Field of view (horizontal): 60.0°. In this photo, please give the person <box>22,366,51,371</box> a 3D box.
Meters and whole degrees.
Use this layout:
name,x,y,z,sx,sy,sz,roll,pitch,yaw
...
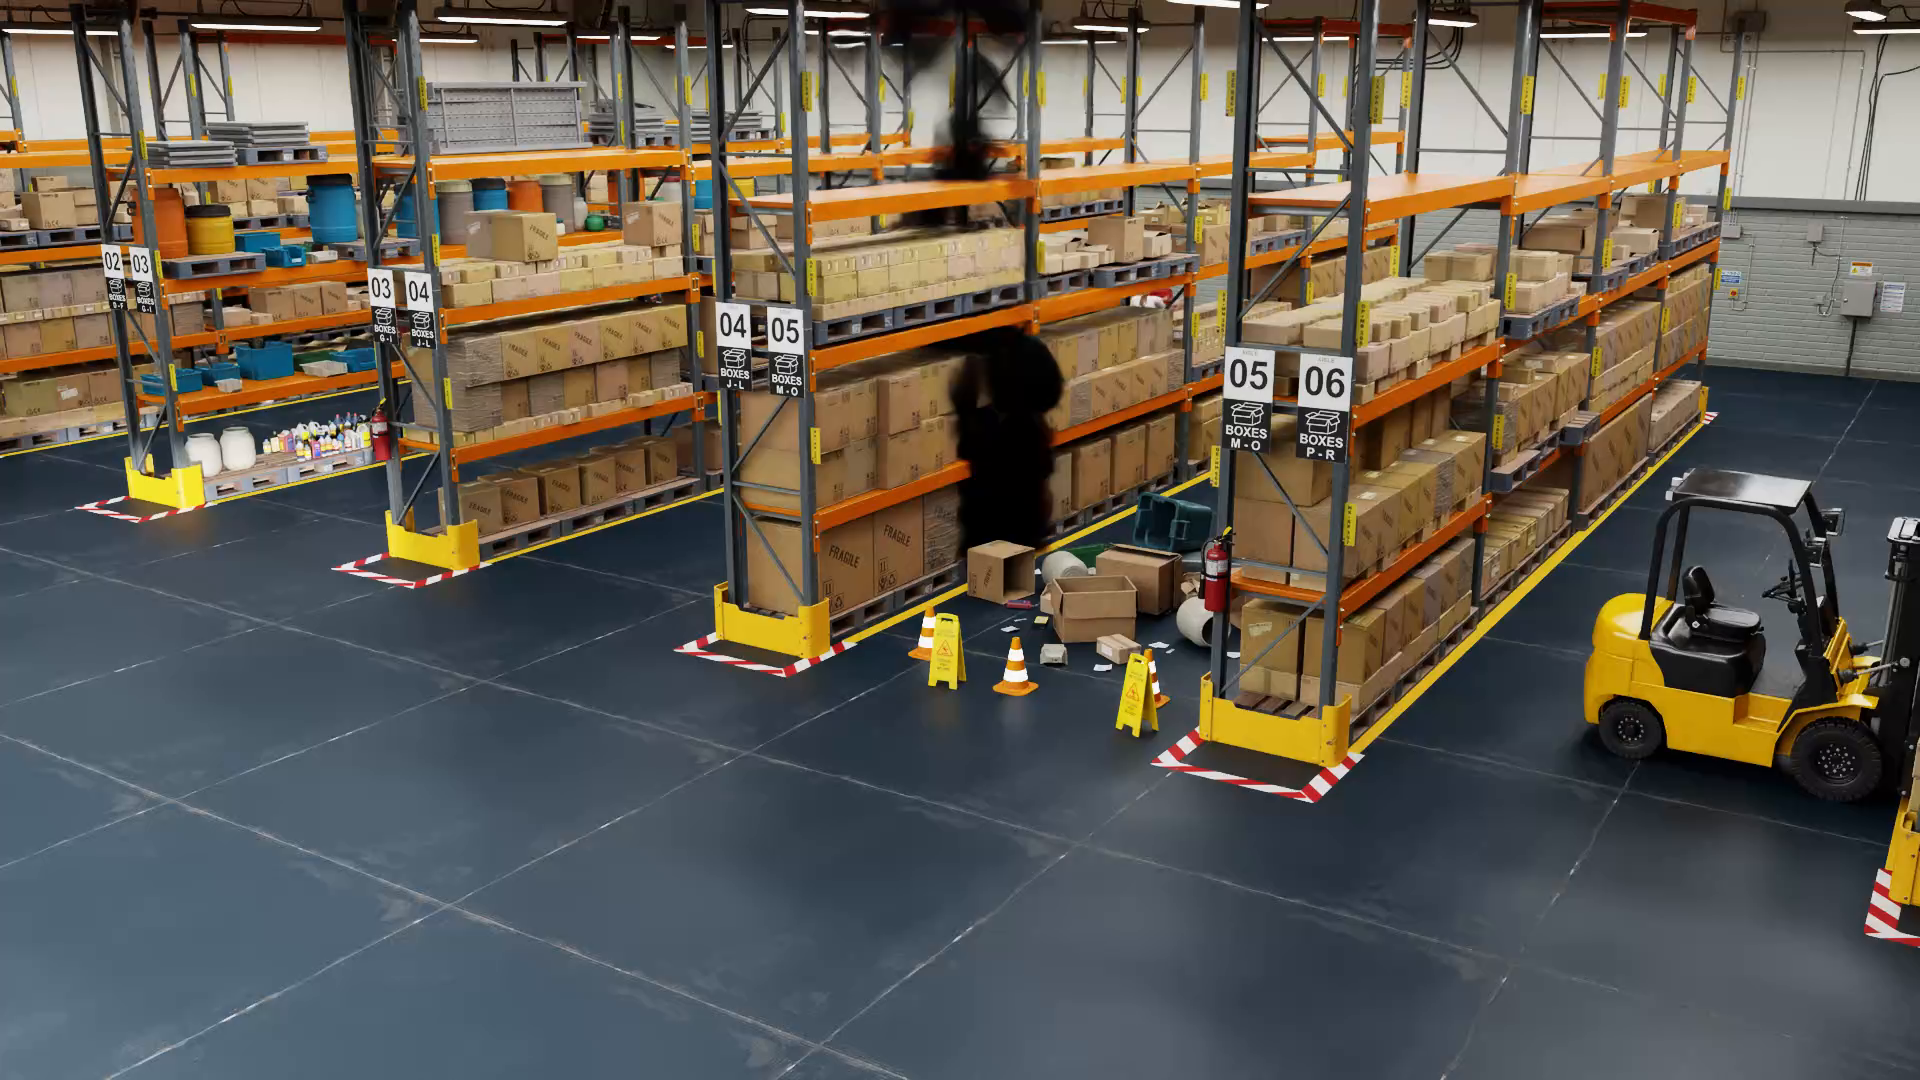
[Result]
name,x,y,z,sx,sy,sz,roll,pitch,yaw
person,-14.517,-2.764,26.151,0.643,1.605,0.577,7,17,25

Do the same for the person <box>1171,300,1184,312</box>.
name,x,y,z,sx,sy,sz,roll,pitch,yaw
person,3.511,-2.981,26.721,0.705,1.747,0.688,12,20,37

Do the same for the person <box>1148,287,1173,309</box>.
name,x,y,z,sx,sy,sz,roll,pitch,yaw
person,3.835,-4.316,31.558,0.651,1.742,0.833,-6,16,-19

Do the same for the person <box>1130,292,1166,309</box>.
name,x,y,z,sx,sy,sz,roll,pitch,yaw
person,3.117,-3.514,28.454,0.697,1.802,0.964,7,17,23

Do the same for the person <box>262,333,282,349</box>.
name,x,y,z,sx,sy,sz,roll,pitch,yaw
person,-12.210,-3.696,29.666,0.537,1.539,0.549,6,17,21
